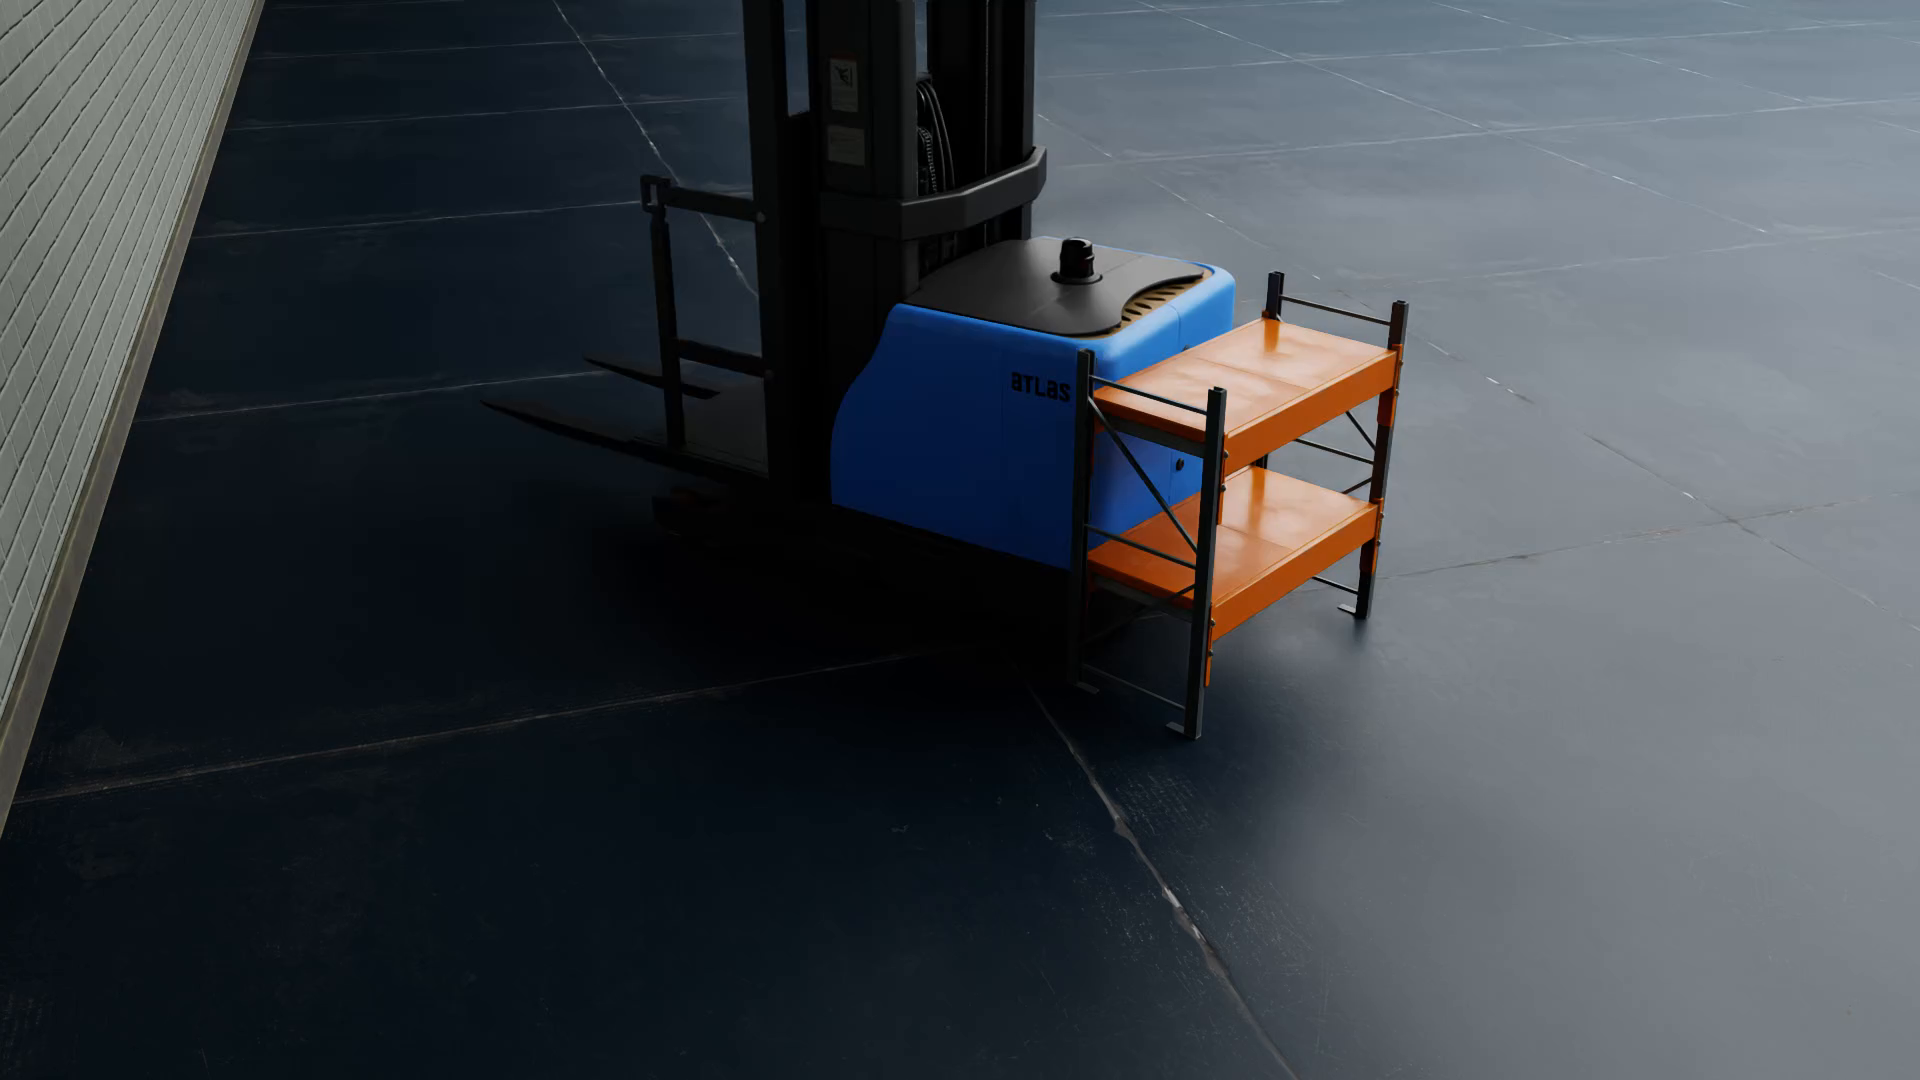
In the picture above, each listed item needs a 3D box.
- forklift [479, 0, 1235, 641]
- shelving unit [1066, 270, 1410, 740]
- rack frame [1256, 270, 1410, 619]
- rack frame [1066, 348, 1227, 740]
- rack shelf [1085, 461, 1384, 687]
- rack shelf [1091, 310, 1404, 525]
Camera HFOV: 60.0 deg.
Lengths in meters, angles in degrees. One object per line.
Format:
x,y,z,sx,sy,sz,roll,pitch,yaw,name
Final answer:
-0.555,-1.461,5.898,3.031,2.935,1.130,16,31,29,forklift
0.877,-0.145,5.277,0.538,1.125,1.048,22,34,37,shelving unit
1.218,-0.313,5.615,0.500,1.125,0.032,22,34,37,rack frame
0.536,0.023,4.939,0.500,1.125,0.032,22,34,37,rack frame
0.877,0.074,5.385,0.538,0.278,1.000,22,34,37,rack shelf
0.877,-0.407,5.147,0.538,0.278,1.000,22,34,37,rack shelf
